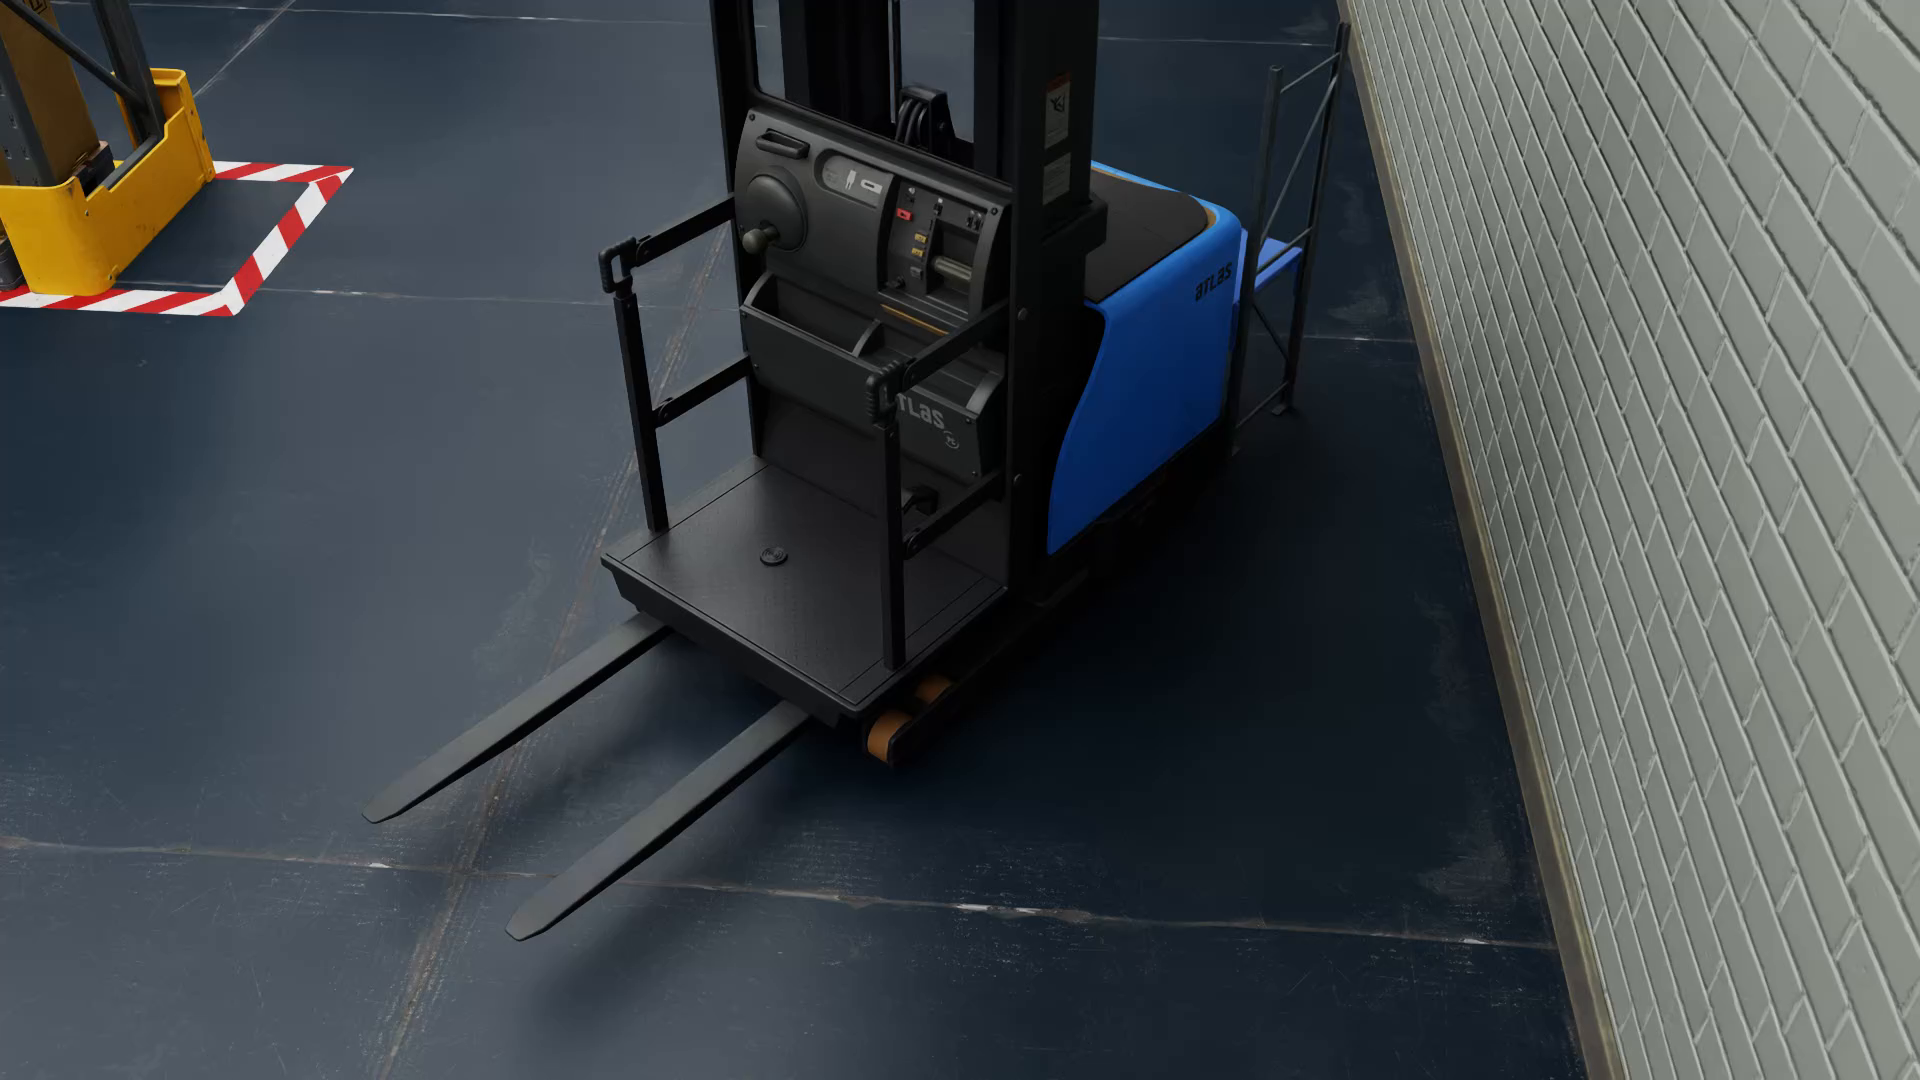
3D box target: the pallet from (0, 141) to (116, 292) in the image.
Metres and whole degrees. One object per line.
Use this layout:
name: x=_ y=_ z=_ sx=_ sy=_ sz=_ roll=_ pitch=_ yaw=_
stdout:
pallet: x=-4.565 y=-1.478 z=7.399 sx=1.213 sy=0.211 sz=1.003 roll=3 pitch=39 yaw=4

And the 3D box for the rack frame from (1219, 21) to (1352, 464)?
rack frame: x=1.117 y=-0.994 z=5.778 sx=0.032 sy=1.500 sz=0.500 roll=26 pitch=45 yaw=28

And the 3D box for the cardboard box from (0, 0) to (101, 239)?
cardboard box: x=-4.406 y=-1.889 z=7.045 sx=0.875 sy=0.875 sz=0.875 roll=3 pitch=39 yaw=4

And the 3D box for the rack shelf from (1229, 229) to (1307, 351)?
rack shelf: x=0.712 y=-1.048 z=6.130 sx=1.000 sy=0.185 sz=0.538 roll=26 pitch=45 yaw=28

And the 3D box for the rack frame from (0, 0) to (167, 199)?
rack frame: x=-3.761 y=-2.566 z=6.526 sx=0.127 sy=3.000 sz=1.000 roll=3 pitch=39 yaw=4

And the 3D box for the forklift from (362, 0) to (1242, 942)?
forklift: x=-0.400 y=-0.830 z=4.448 sx=1.130 sy=2.935 sz=3.031 roll=27 pitch=47 yaw=30

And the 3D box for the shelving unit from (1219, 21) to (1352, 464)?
shelving unit: x=0.713 y=-1.189 z=6.018 sx=1.048 sy=1.500 sz=0.538 roll=26 pitch=45 yaw=28

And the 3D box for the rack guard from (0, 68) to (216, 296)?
rack guard: x=-3.737 y=-1.595 z=7.313 sx=0.348 sy=0.500 sz=1.175 roll=3 pitch=39 yaw=4
